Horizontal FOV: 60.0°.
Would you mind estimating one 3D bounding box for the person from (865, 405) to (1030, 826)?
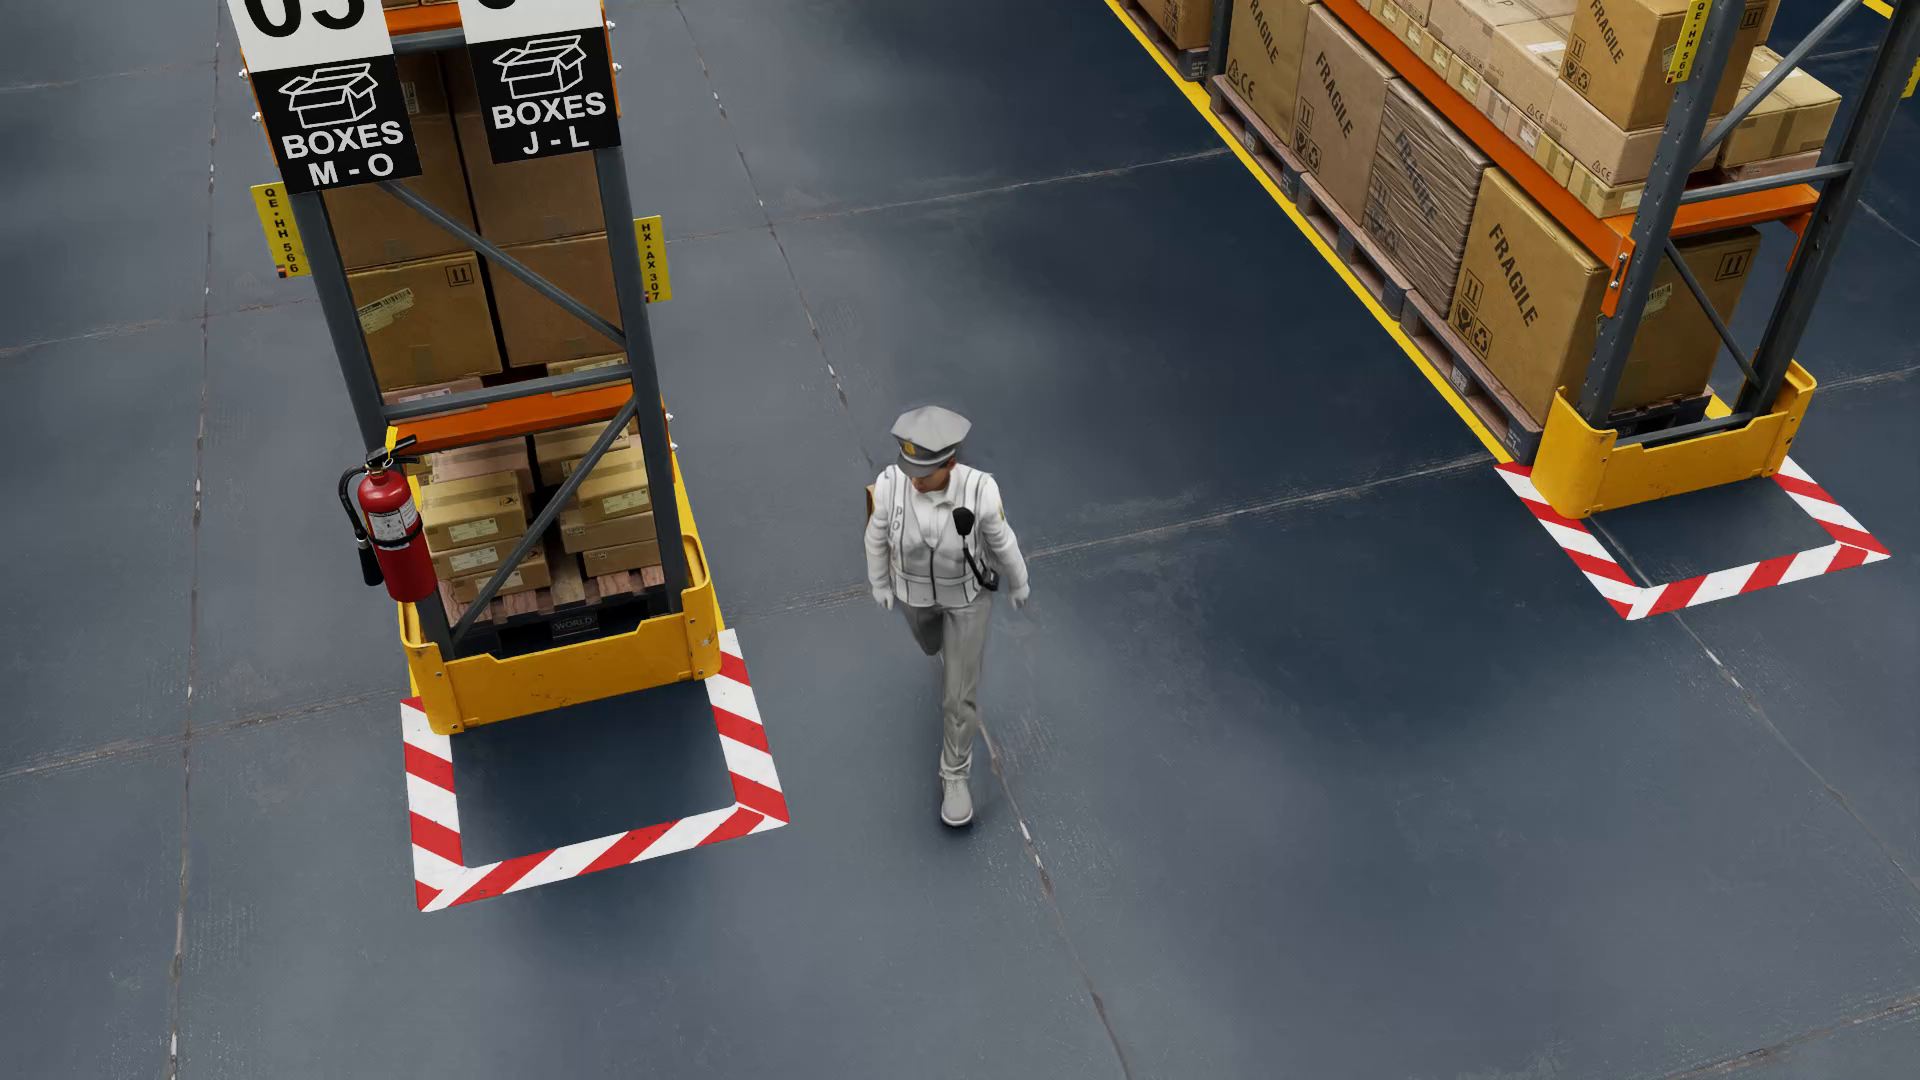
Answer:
[{"bbox_3d":[-0.048,0.160,5.997,0.584,1.610,0.992,7,43,7],"label":"person"}]
